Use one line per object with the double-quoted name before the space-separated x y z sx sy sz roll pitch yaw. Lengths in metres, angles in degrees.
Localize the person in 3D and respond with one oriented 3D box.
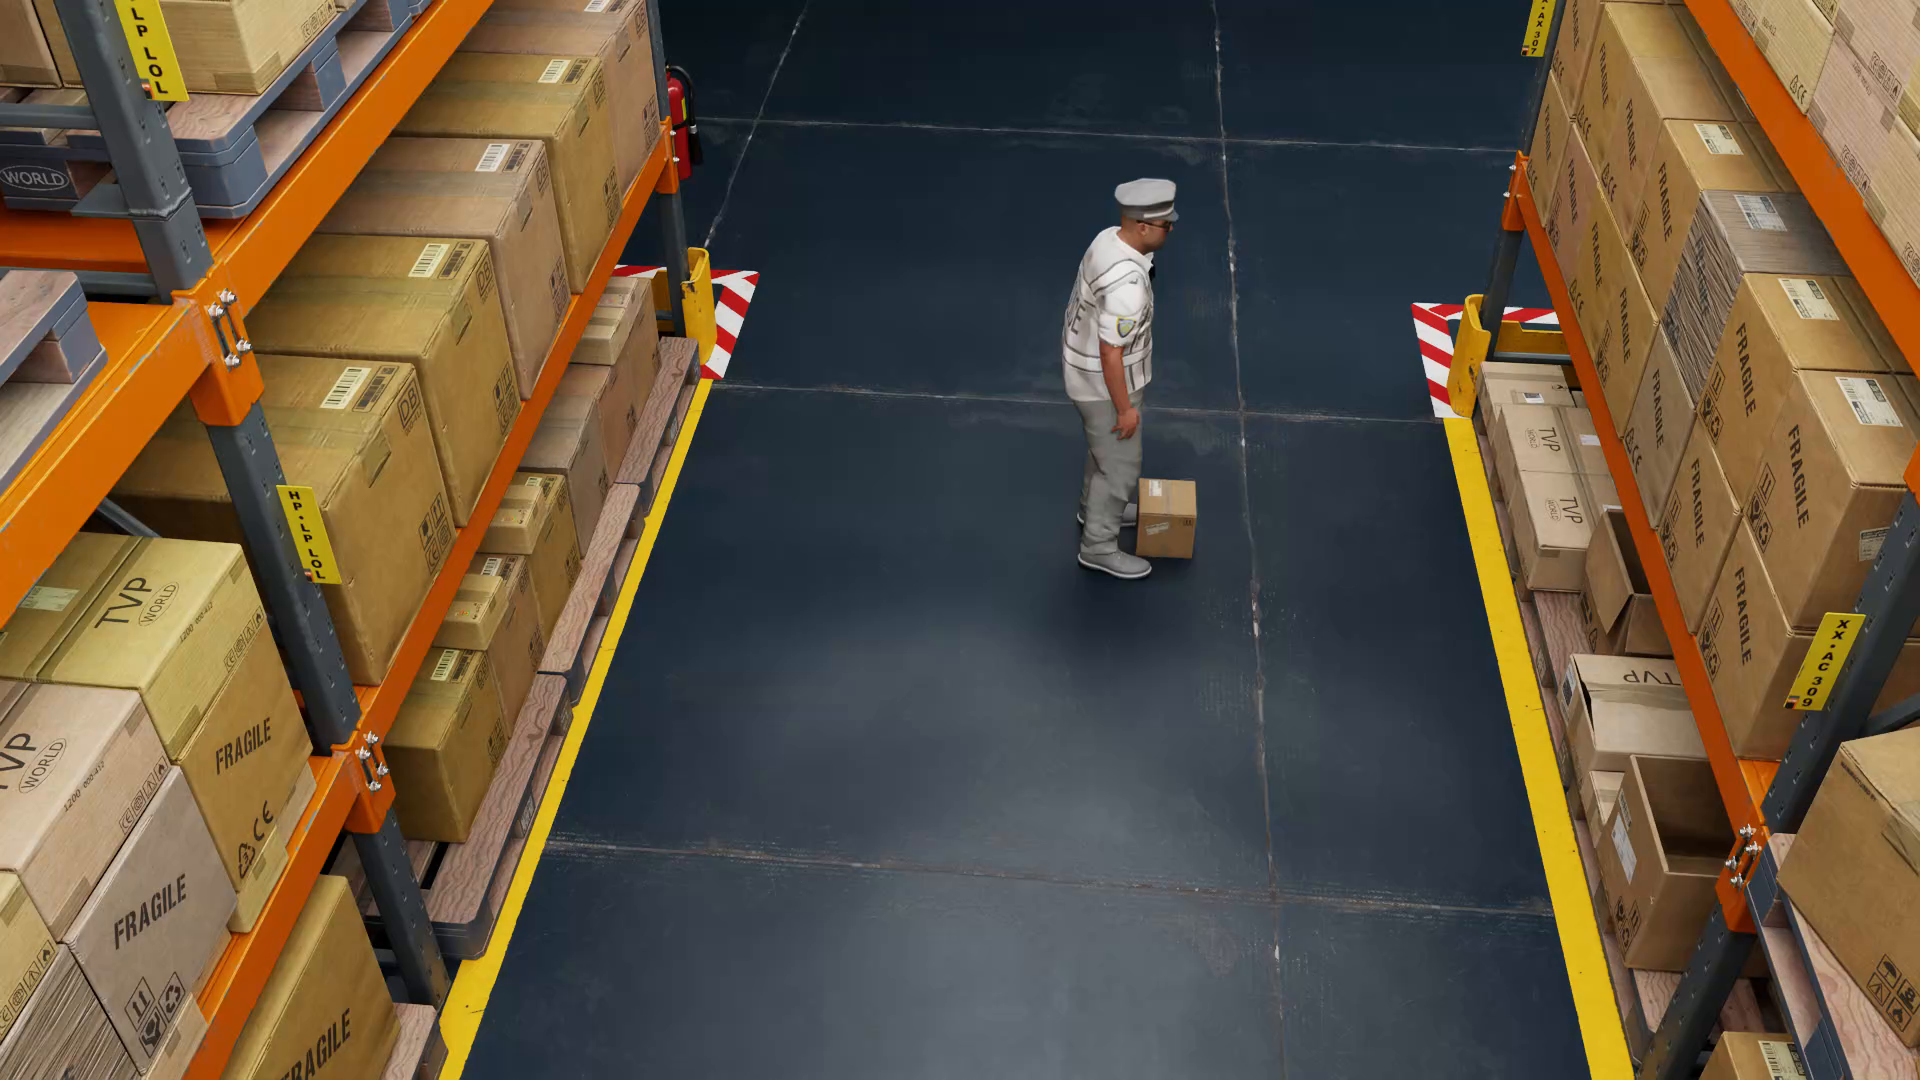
"person" 0.641 -0.684 6.971 0.438 1.747 0.596 1 40 1
